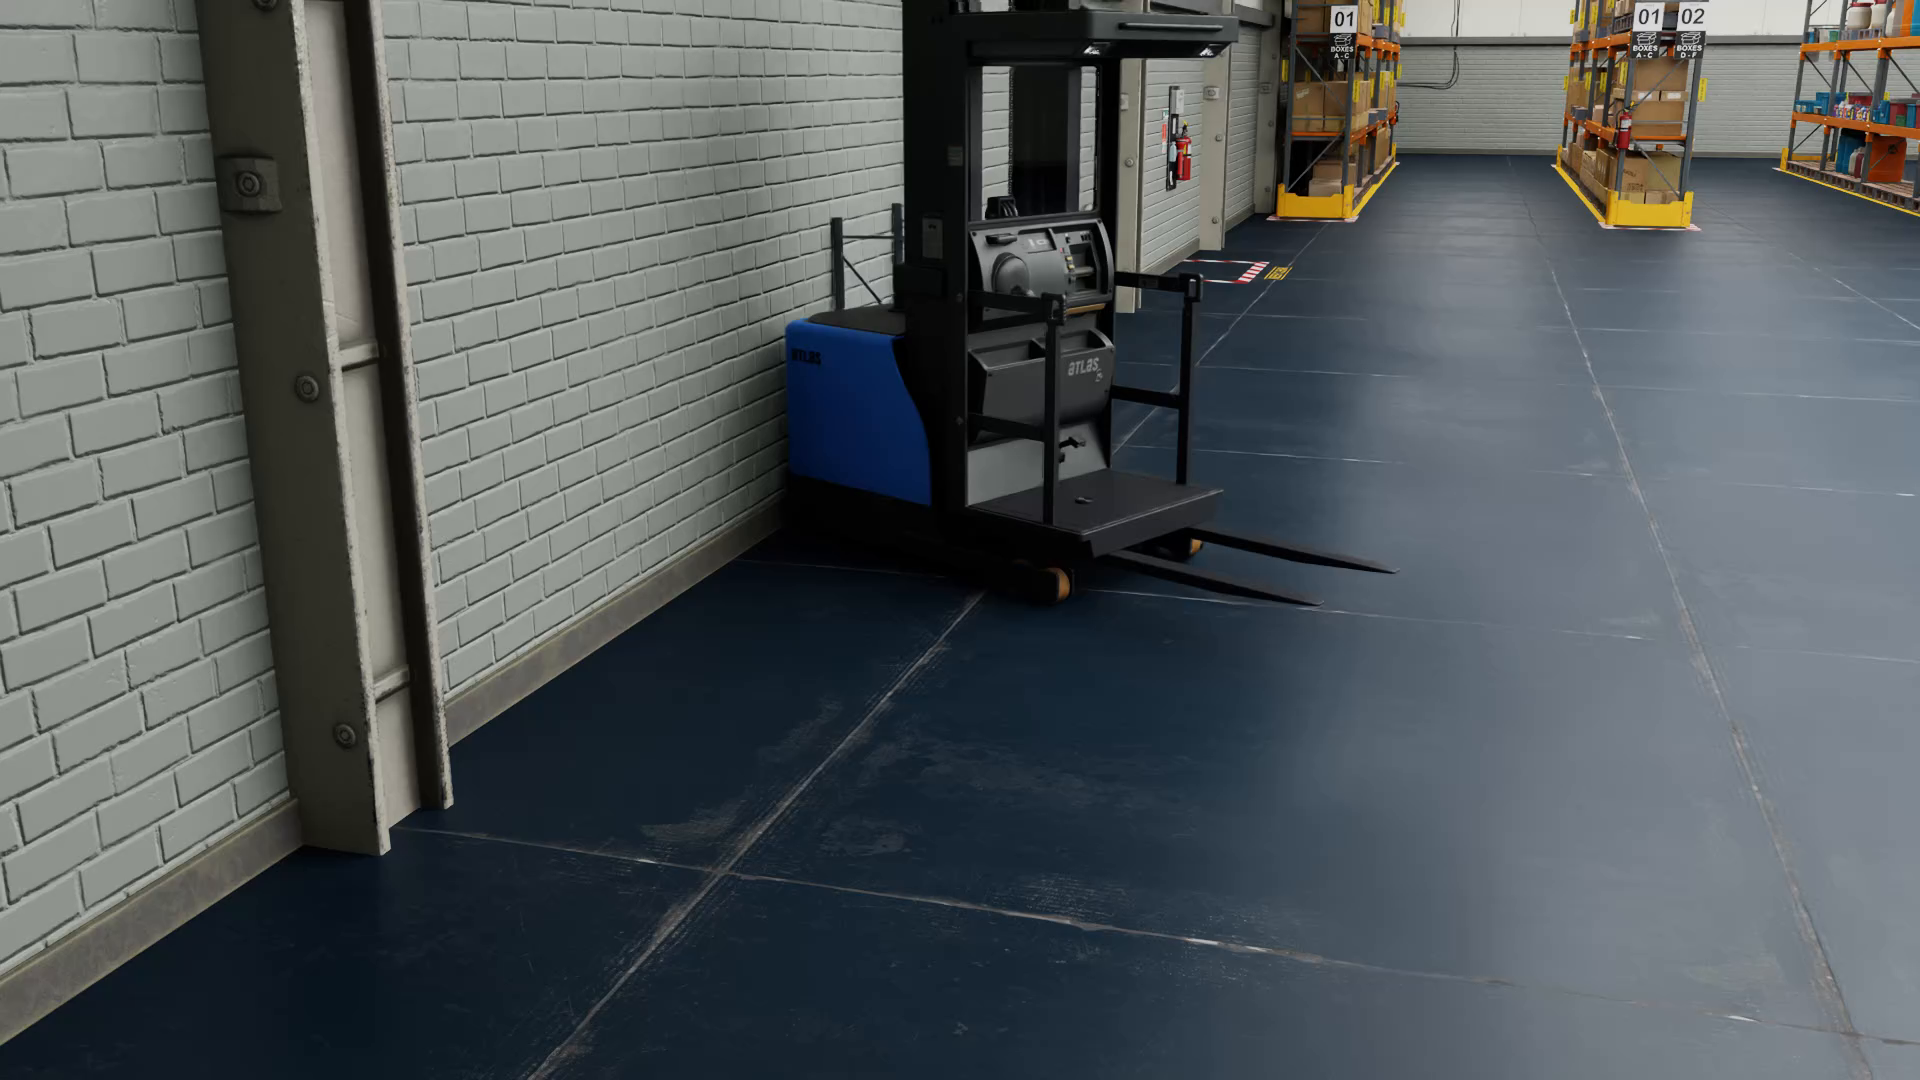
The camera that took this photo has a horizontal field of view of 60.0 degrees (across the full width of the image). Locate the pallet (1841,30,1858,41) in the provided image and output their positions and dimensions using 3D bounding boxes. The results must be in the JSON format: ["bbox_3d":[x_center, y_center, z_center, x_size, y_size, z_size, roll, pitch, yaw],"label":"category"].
[{"bbox_3d":[18.401,-10.098,33.284,1.213,0.211,1.003,5,16,16],"label":"pallet"}]

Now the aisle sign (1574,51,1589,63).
[{"bbox_3d":[14.657,-11.682,39.253,0.394,0.787,0.004,5,16,16],"label":"aisle sign"}]

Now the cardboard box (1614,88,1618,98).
[{"bbox_3d":[11.175,-7.490,27.867,0.380,0.149,0.250,5,17,17],"label":"cardboard box"}]

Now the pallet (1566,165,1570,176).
[{"bbox_3d":[13.978,-8.182,36.789,1.003,0.211,1.213,5,16,16],"label":"pallet"}]

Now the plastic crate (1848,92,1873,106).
[{"bbox_3d":[19.024,-9.233,35.155,0.402,0.464,0.583,5,16,16],"label":"plastic crate"}]

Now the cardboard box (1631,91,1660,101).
[{"bbox_3d":[10.298,-6.679,25.009,0.380,0.149,0.250,4,16,15],"label":"cardboard box"}]

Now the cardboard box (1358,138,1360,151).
[{"bbox_3d":[7.518,-7.714,32.428,0.500,0.250,0.500,5,17,17],"label":"cardboard box"}]

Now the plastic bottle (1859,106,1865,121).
[{"bbox_3d":[17.326,-8.180,31.909,0.097,0.271,0.097,0,16,0],"label":"plastic bottle"}]

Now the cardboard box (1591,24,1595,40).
[{"bbox_3d":[12.882,-10.039,32.545,0.910,0.500,0.500,5,16,16],"label":"cardboard box"}]

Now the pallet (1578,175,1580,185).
[{"bbox_3d":[12.894,-7.148,33.144,1.003,0.211,1.213,5,16,16],"label":"pallet"}]

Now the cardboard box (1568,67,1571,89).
[{"bbox_3d":[14.540,-10.824,38.977,0.500,0.500,0.500,5,17,18],"label":"cardboard box"}]

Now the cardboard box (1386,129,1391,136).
[{"bbox_3d":[10.132,-9.779,39.934,0.380,0.149,0.250,5,17,17],"label":"cardboard box"}]

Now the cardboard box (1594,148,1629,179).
[{"bbox_3d":[11.077,-6.394,28.269,0.500,0.500,0.500,5,16,16],"label":"cardboard box"}]

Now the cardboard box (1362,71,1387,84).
[{"bbox_3d":[8.845,-9.880,35.526,0.500,0.250,0.500,5,17,17],"label":"cardboard box"}]

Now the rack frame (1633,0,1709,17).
[{"bbox_3d":[10.372,-9.090,23.888,1.000,3.000,0.127,5,16,16],"label":"rack frame"}]

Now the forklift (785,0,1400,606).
[{"bbox_3d":[0.538,-1.285,7.489,3.031,2.935,1.130,14,21,41],"label":"forklift"}]

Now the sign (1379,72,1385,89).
[{"bbox_3d":[8.418,-9.160,33.150,0.100,0.325,0.005,5,16,16],"label":"sign"}]

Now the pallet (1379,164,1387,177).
[{"bbox_3d":[8.885,-8.178,36.774,1.003,0.211,1.213,5,16,16],"label":"pallet"}]

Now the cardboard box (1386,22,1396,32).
[{"bbox_3d":[9.481,-11.508,37.231,0.500,0.250,0.500,5,16,16],"label":"cardboard box"}]

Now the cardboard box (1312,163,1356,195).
[{"bbox_3d":[6.323,-6.108,28.141,0.700,0.500,0.500,4,16,12],"label":"cardboard box"}]

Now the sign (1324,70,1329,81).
[{"bbox_3d":[7.362,-9.280,33.427,0.100,0.325,0.005,5,16,16],"label":"sign"}]

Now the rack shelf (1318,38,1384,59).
[{"bbox_3d":[7.326,-9.254,31.280,1.077,0.370,4.000,5,16,16],"label":"rack shelf"}]

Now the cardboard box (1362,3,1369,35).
[{"bbox_3d":[6.418,-8.572,27.337,0.500,0.500,0.500,6,17,19],"label":"cardboard box"}]

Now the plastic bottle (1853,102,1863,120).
[{"bbox_3d":[17.509,-8.365,32.414,0.144,0.351,0.185,5,16,16],"label":"plastic bottle"}]

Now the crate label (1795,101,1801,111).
[{"bbox_3d":[19.281,-9.914,37.984,0.416,0.233,0.303,5,16,16],"label":"crate label"}]

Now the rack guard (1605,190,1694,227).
[{"bbox_3d":[10.365,-4.995,25.025,1.175,0.500,0.348,5,16,16],"label":"rack guard"}]

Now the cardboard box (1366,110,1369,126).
[{"bbox_3d":[6.914,-7.424,29.245,0.500,0.250,0.500,5,16,16],"label":"cardboard box"}]

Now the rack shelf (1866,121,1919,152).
[{"bbox_3d":[16.825,-7.043,28.981,1.077,0.370,4.000,5,16,16],"label":"rack shelf"}]

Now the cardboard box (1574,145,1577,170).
[{"bbox_3d":[13.121,-7.975,34.723,0.500,0.500,0.500,5,17,17],"label":"cardboard box"}]

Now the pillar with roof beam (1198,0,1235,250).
[{"bbox_3d":[7.413,-7.820,19.410,9.100,9.000,0.400,5,16,16],"label":"pillar with roof beam"}]

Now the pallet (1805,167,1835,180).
[{"bbox_3d":[18.702,-7.813,35.487,1.003,0.211,1.213,5,16,16],"label":"pallet"}]

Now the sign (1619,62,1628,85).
[{"bbox_3d":[9.856,-6.921,24.677,0.100,0.325,0.005,5,16,16],"label":"sign"}]

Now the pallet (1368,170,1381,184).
[{"bbox_3d":[8.191,-7.539,34.524,1.003,0.211,1.213,5,16,16],"label":"pallet"}]

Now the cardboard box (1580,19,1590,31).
[{"bbox_3d":[13.660,-11.104,35.841,0.500,0.250,0.500,5,16,16],"label":"cardboard box"}]

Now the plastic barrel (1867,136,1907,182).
[{"bbox_3d":[17.516,-7.200,31.423,0.600,0.830,0.708,5,16,16],"label":"plastic barrel"}]

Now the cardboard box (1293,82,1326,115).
[{"bbox_3d":[5.551,-7.026,26.466,0.500,0.500,0.500,4,16,15],"label":"cardboard box"}]

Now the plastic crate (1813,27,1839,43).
[{"bbox_3d":[18.969,-11.040,36.372,0.504,0.338,0.767,5,16,16],"label":"plastic crate"}]

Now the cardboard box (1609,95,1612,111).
[{"bbox_3d":[12.184,-7.905,30.520,0.500,0.500,0.500,4,16,13],"label":"cardboard box"}]

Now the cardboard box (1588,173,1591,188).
[{"bbox_3d":[11.494,-6.393,29.642,0.500,0.250,0.500,4,16,15],"label":"cardboard box"}]

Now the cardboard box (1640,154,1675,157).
[{"bbox_3d":[11.008,-5.830,26.282,0.500,0.500,0.500,5,16,16],"label":"cardboard box"}]

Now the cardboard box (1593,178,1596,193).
[{"bbox_3d":[11.086,-6.032,28.369,0.500,0.250,0.500,5,16,16],"label":"cardboard box"}]

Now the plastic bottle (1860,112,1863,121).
[{"bbox_3d":[17.298,-8.121,31.828,0.097,0.201,0.097,0,16,0],"label":"plastic bottle"}]

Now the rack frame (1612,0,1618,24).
[{"bbox_3d":[11.509,-10.137,27.577,1.000,3.000,0.127,5,16,16],"label":"rack frame"}]

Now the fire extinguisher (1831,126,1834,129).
[{"bbox_3d":[20.145,-9.793,38.183,0.296,0.674,0.183,5,16,16],"label":"fire extinguisher"}]

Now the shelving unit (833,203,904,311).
[{"bbox_3d":[-0.288,-1.137,9.576,0.538,1.500,1.048,4,16,16],"label":"shelving unit"}]

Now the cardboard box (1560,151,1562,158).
[{"bbox_3d":[14.470,-9.148,39.501,0.380,0.149,0.250,5,16,16],"label":"cardboard box"}]
